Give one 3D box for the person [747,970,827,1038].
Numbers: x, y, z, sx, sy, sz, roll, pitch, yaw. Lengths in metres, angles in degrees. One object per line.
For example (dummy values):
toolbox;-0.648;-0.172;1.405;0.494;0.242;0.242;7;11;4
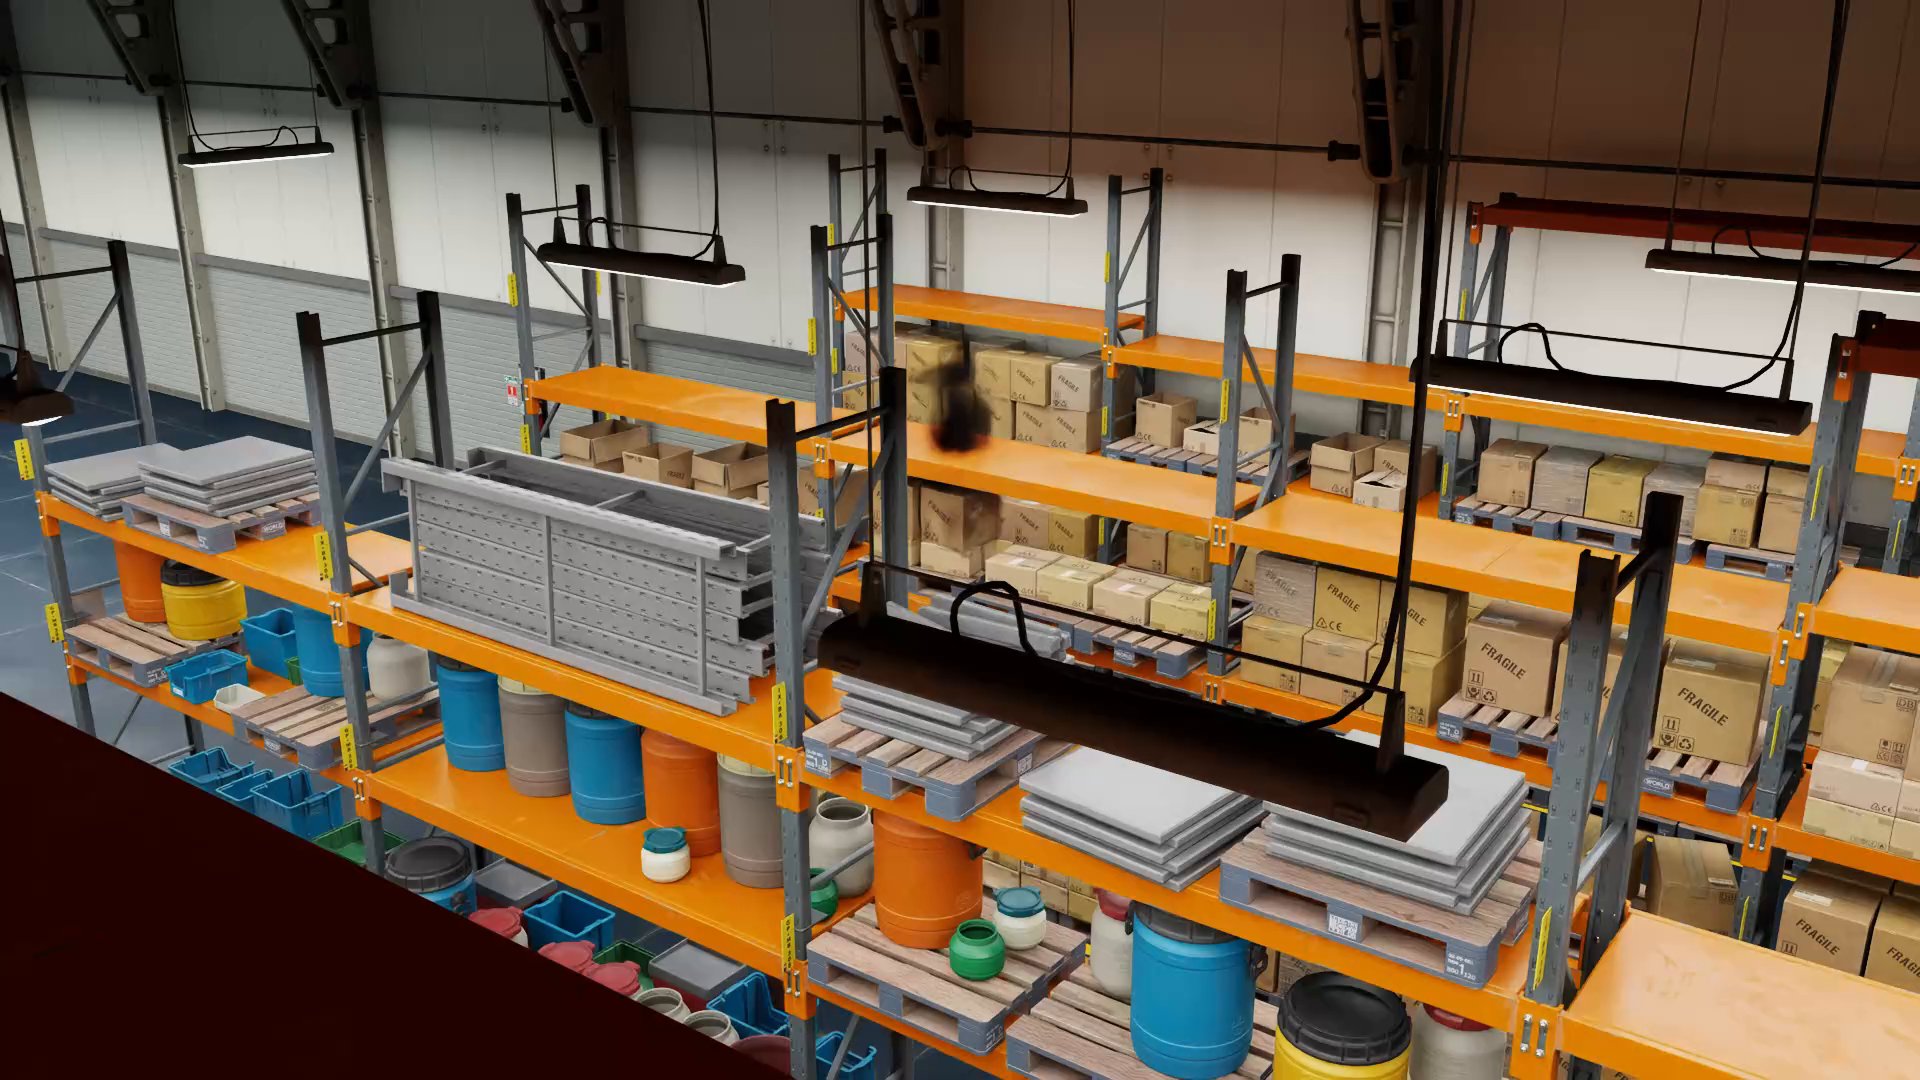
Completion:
person;-1.273;3.365;12.390;0.721;1.734;0.727;9;21;26
